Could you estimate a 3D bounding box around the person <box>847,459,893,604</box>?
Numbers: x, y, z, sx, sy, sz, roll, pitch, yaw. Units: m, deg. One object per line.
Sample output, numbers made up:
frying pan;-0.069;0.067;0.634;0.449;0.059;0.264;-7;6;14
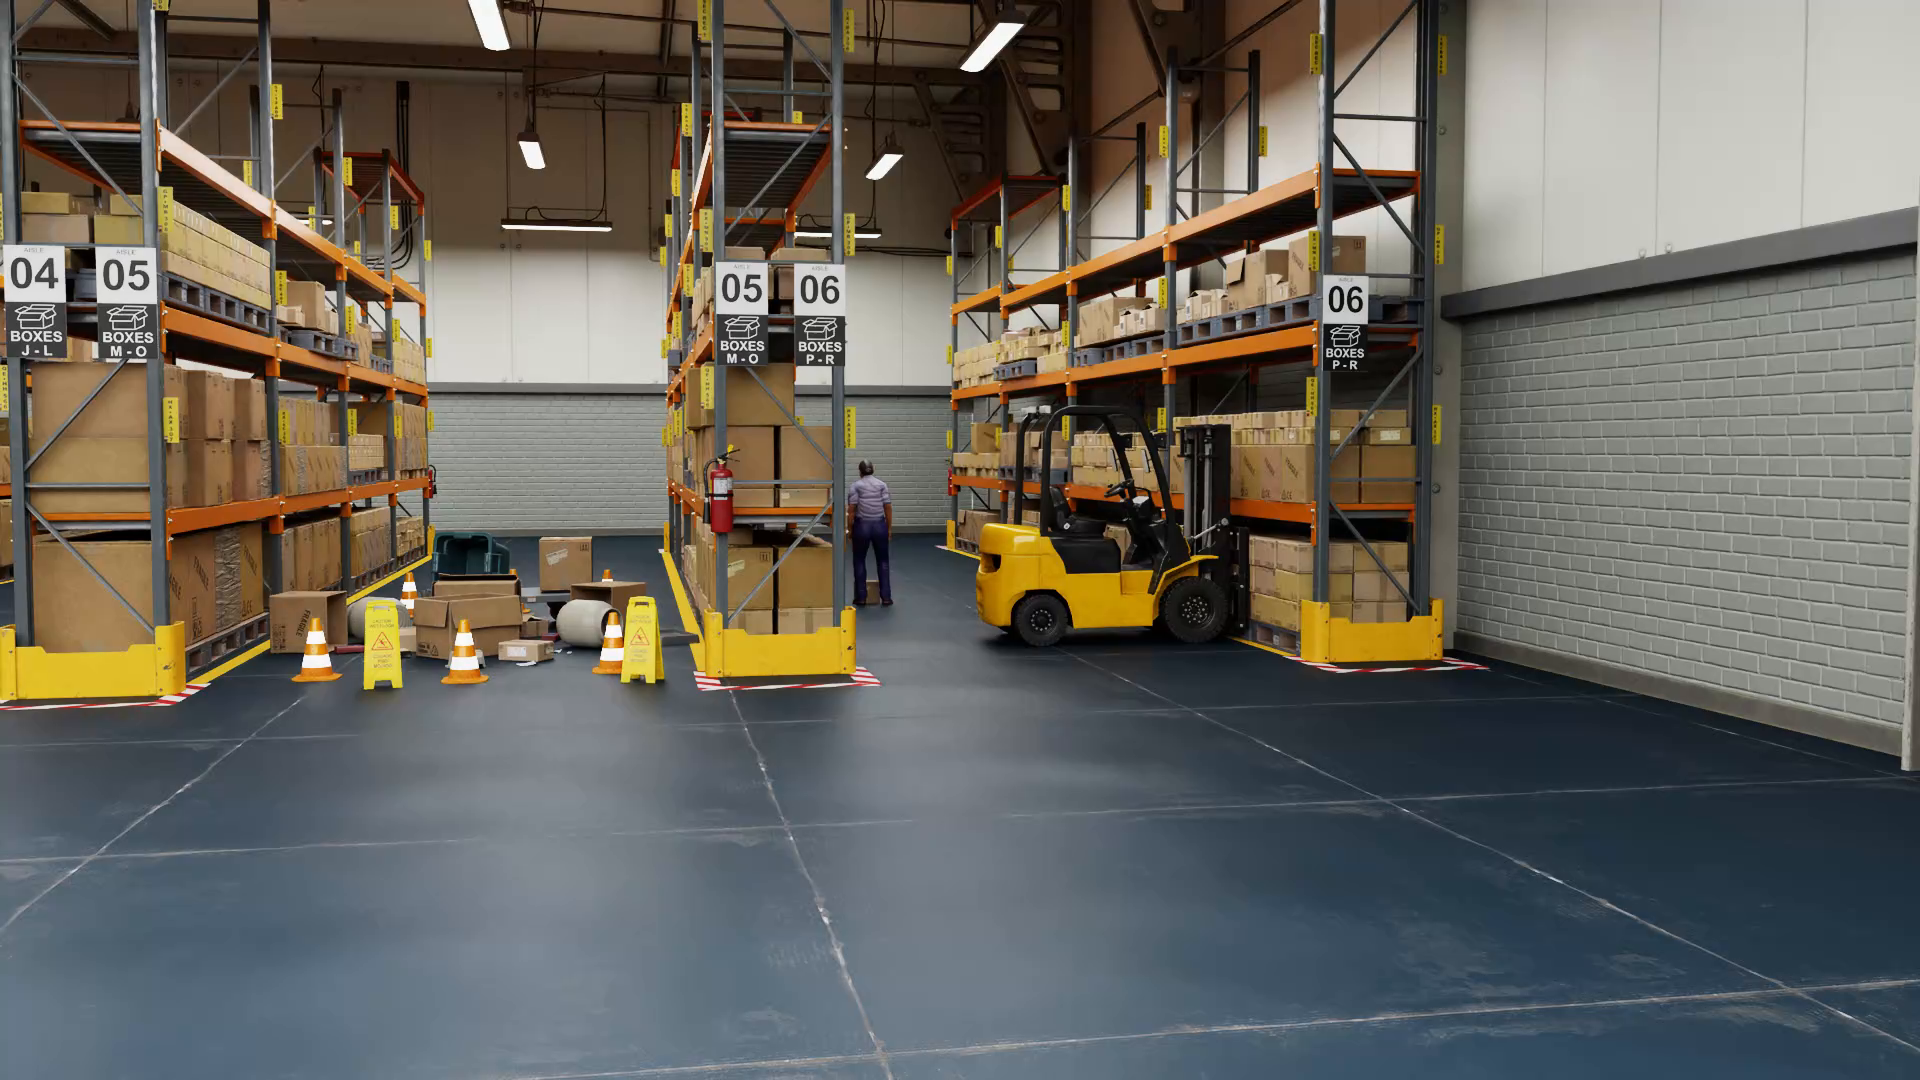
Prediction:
person;-1.024;-0.079;18.895;0.556;1.625;0.425;-1;3;-15
